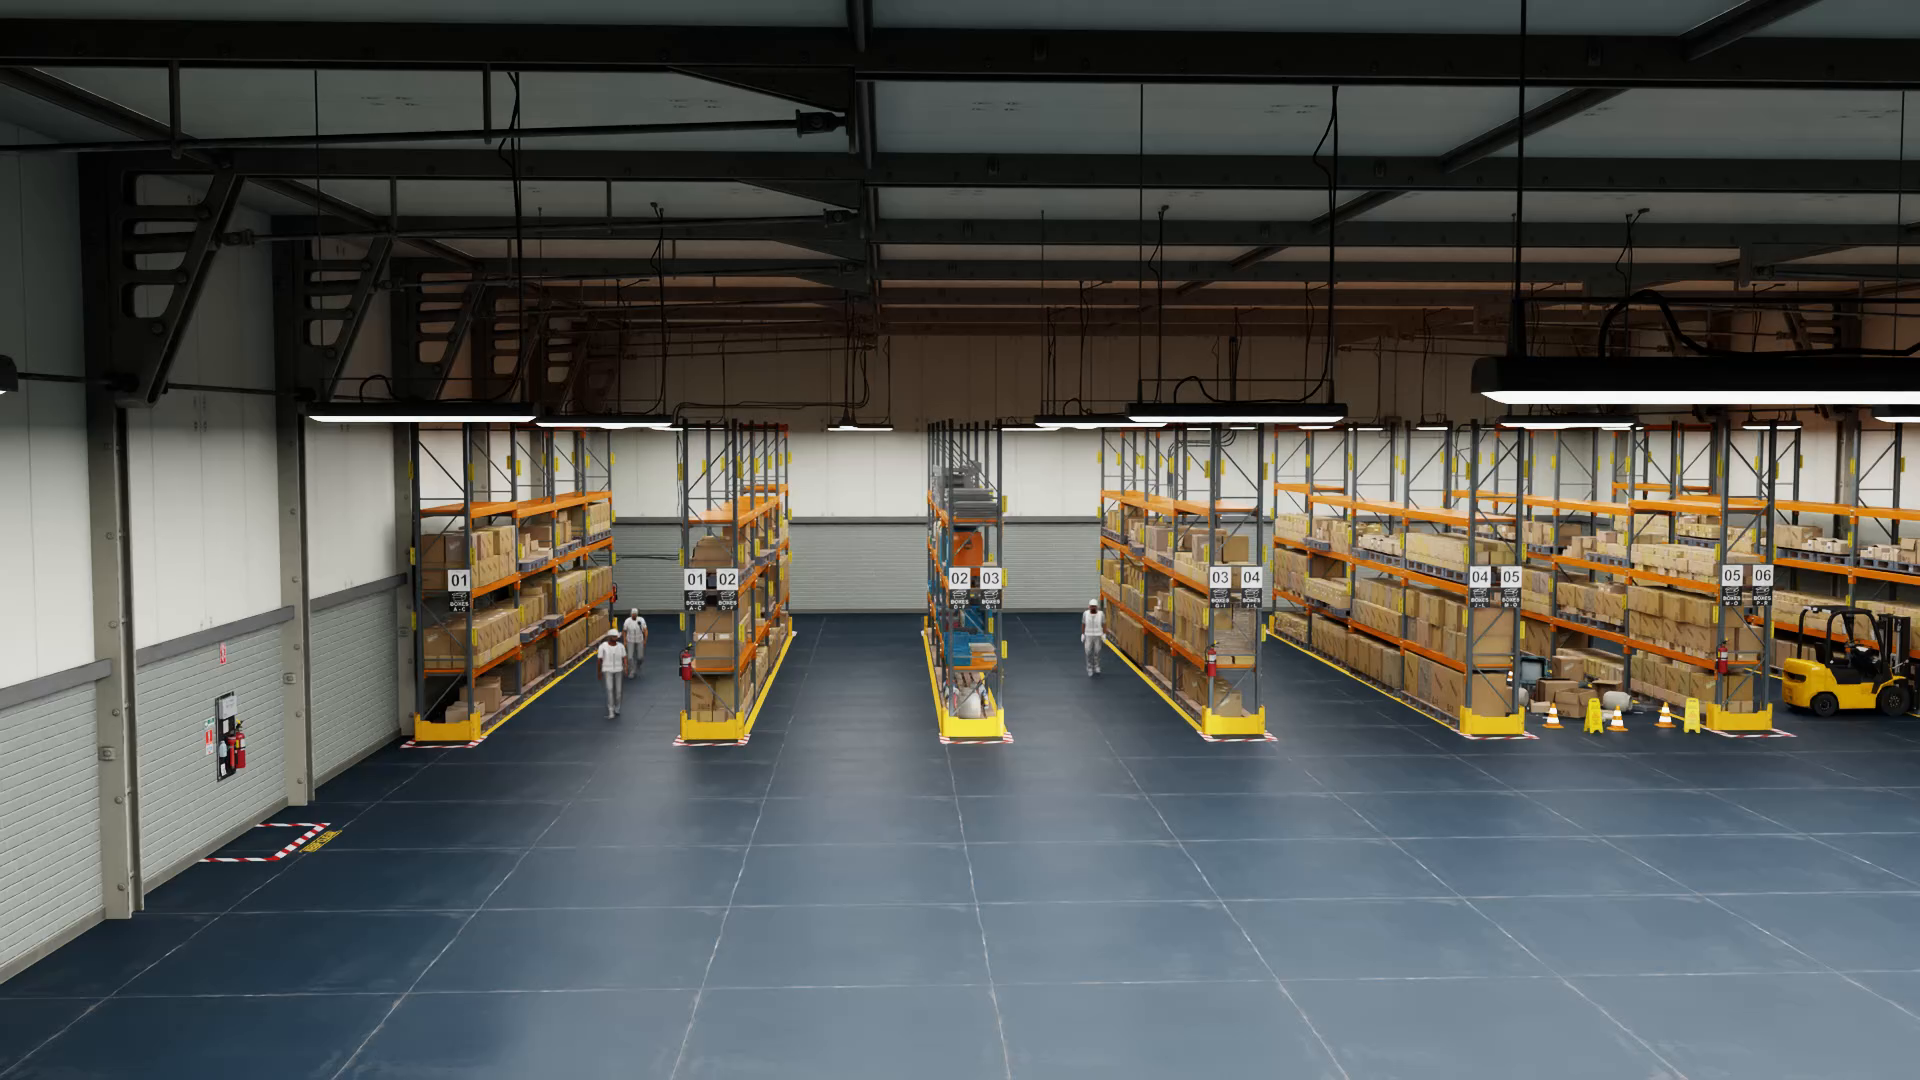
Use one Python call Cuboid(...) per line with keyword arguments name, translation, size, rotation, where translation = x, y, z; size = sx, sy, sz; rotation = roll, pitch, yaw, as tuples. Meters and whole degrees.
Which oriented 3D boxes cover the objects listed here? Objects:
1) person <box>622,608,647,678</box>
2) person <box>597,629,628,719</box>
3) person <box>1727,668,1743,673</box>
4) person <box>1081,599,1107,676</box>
Cuboid(name="person", translation=(-7.657, 2.408, 39.166), size=(0.571, 1.647, 0.555), rotation=(-1, 4, -8))
Cuboid(name="person", translation=(-6.993, 2.697, 33.729), size=(0.597, 1.759, 0.754), rotation=(-2, 4, -29))
Cuboid(name="person", translation=(16.803, 2.585, 36.095), size=(0.542, 1.785, 0.599), rotation=(0, 4, -7))
Cuboid(name="person", translation=(3.185, 2.322, 39.526), size=(0.610, 1.840, 0.532), rotation=(1, 4, 8))
